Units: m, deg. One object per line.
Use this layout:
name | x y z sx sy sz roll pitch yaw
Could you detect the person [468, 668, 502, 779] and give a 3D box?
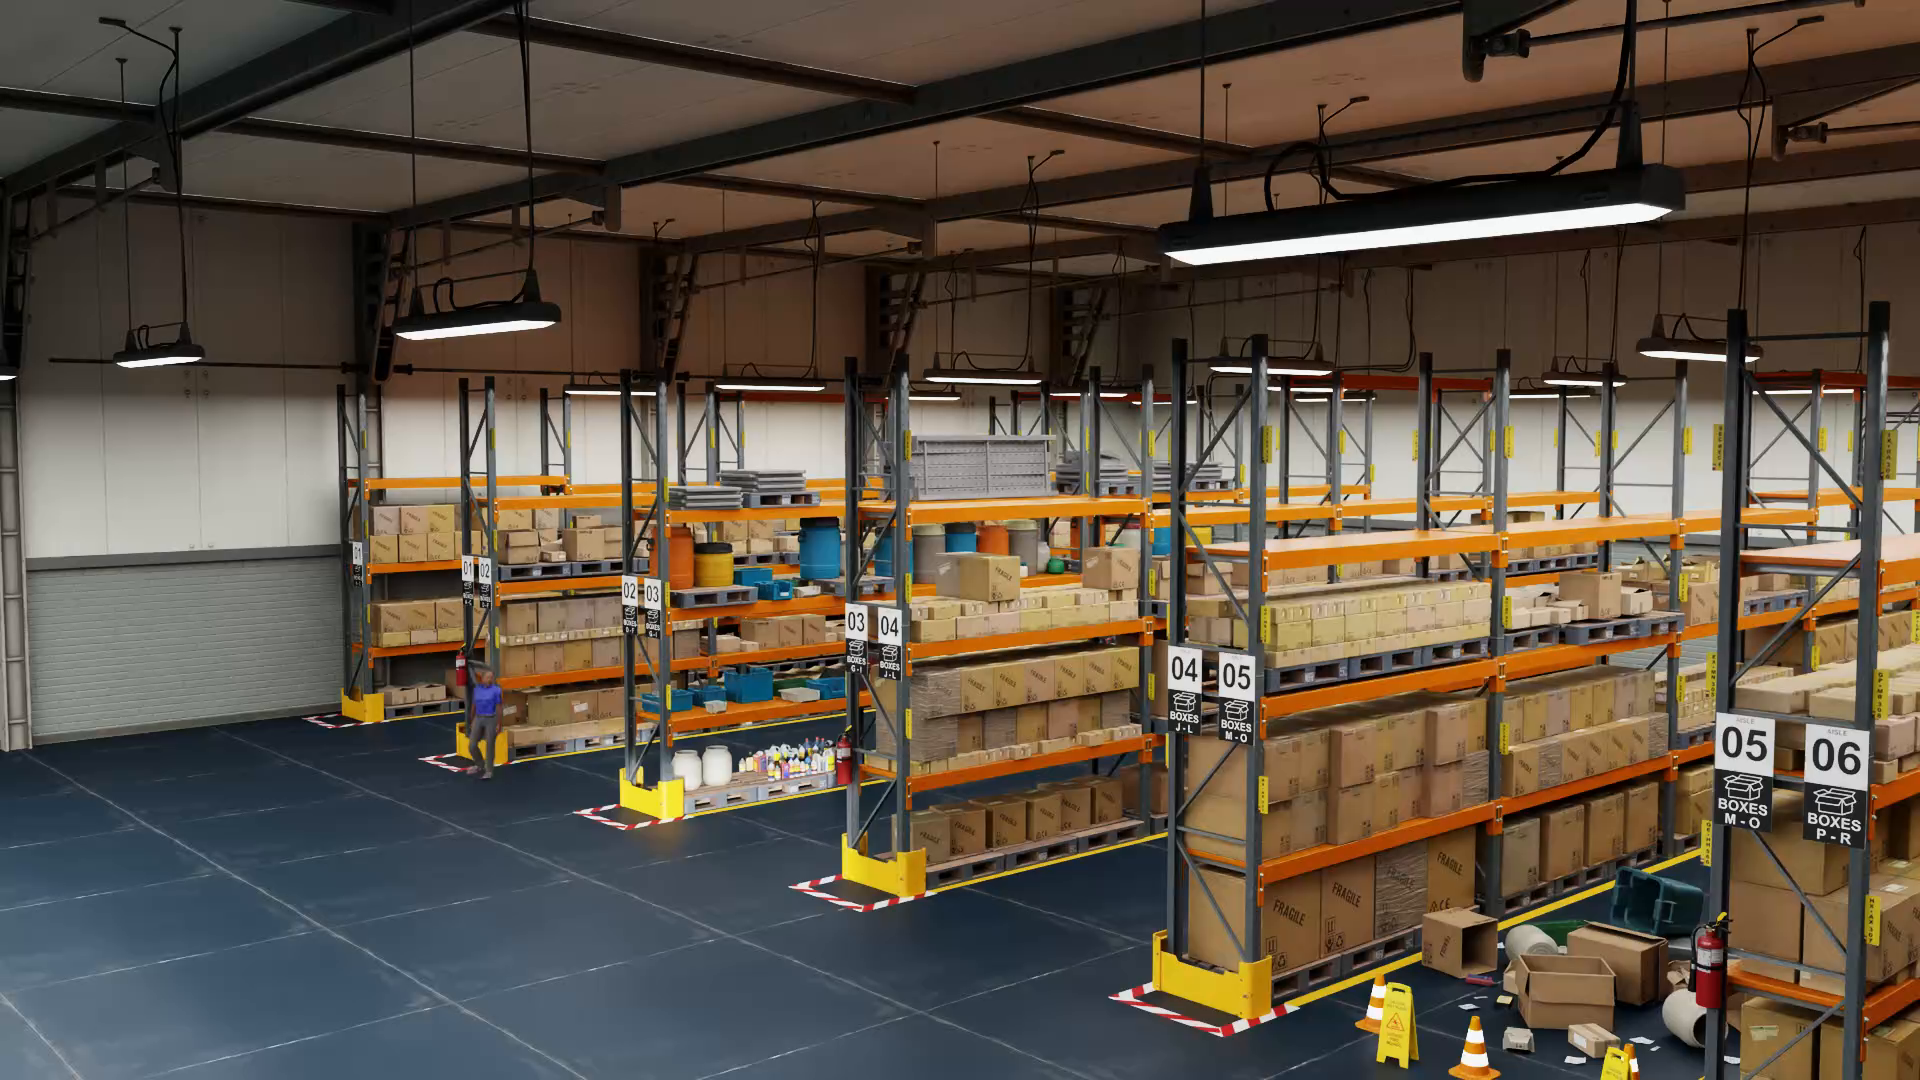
person | -7.057 2.711 24.667 0.539 1.647 0.419 0 4 -3
